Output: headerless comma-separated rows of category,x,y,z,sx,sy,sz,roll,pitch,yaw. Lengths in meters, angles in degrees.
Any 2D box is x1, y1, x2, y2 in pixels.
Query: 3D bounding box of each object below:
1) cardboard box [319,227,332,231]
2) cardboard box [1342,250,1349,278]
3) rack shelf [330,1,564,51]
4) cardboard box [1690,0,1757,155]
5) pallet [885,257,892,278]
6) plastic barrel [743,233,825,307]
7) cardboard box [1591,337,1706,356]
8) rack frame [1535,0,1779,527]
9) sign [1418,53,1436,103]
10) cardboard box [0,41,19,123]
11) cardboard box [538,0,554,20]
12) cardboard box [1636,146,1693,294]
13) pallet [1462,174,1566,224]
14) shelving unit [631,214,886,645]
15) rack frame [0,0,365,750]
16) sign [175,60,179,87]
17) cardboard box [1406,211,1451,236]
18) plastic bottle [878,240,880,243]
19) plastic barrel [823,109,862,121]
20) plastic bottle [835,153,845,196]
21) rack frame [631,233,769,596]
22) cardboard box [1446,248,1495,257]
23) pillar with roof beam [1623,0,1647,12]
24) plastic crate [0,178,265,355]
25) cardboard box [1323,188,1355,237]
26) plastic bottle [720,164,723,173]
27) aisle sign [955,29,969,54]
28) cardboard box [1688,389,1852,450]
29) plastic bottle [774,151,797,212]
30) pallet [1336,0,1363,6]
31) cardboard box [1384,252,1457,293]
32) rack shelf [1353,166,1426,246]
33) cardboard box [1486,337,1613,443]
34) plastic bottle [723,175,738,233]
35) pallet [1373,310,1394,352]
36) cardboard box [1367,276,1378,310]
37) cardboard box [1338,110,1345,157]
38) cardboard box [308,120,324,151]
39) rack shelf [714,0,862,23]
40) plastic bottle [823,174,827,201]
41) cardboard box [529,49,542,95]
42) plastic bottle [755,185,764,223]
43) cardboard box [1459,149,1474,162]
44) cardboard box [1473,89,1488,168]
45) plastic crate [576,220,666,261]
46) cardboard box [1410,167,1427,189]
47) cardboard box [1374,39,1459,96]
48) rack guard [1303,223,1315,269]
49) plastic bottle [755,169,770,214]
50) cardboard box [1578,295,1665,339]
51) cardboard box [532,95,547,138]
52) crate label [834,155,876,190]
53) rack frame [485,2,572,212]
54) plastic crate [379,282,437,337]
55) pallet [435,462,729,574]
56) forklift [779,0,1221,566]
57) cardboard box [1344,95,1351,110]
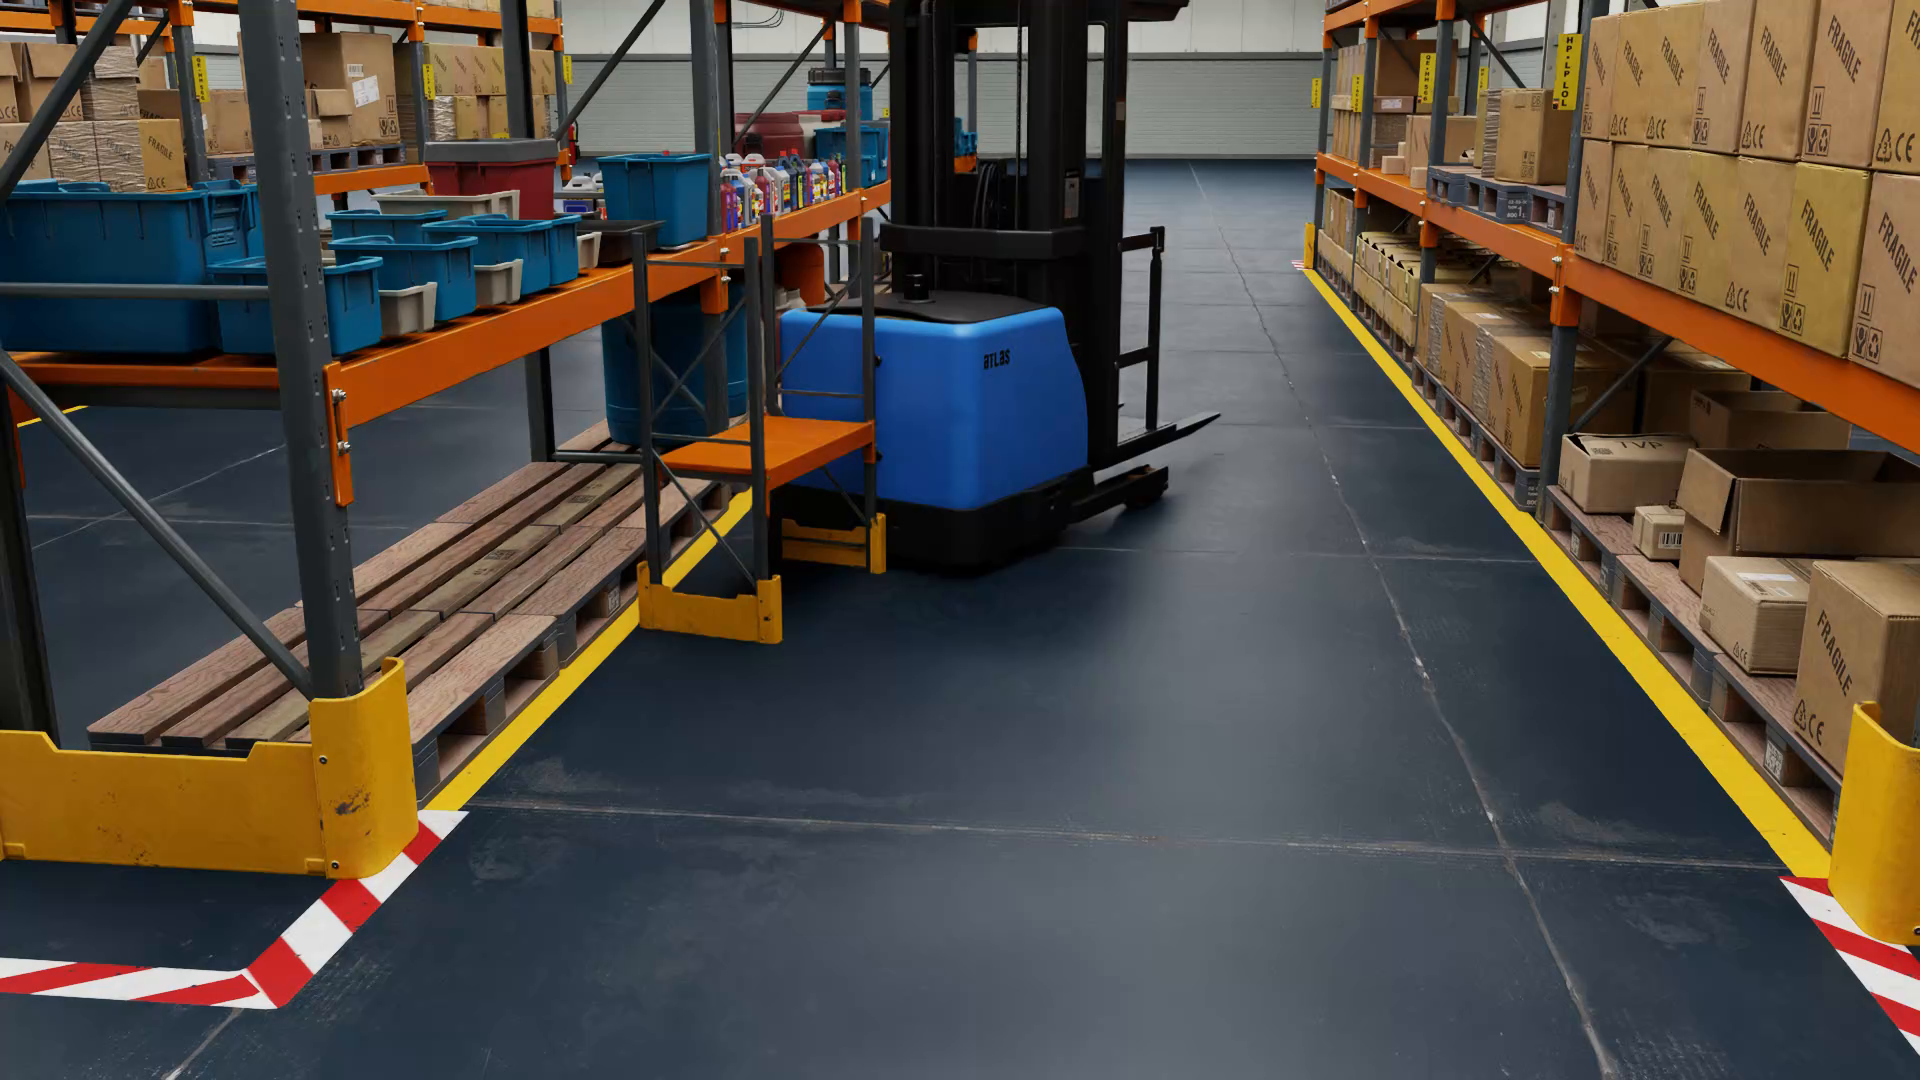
cardboard box,-5.770,-2.728,15.949,0.700,0.500,0.500,1,15,2
cardboard box,4.064,-2.719,16.435,0.500,0.250,0.500,2,15,6
rack shelf,-5.454,-5.500,17.888,1.077,0.370,4.000,2,15,6
cardboard box,2.754,-1.529,5.463,0.500,0.500,0.500,2,15,8
pallet,-0.506,-2.879,17.904,1.003,0.211,1.213,2,15,6
plastic barrel,-1.248,-1.725,11.648,0.600,0.830,0.708,2,15,6
cardboard box,3.606,-0.776,8.730,0.500,0.500,0.500,2,15,7
rack frame,3.260,-1.513,7.511,1.000,3.000,0.127,2,15,6
sign,3.160,-3.125,11.254,0.100,0.325,0.005,2,15,6
cardboard box,-6.375,-2.843,10.318,0.797,0.503,0.637,2,15,8
cardboard box,-5.030,-6.161,19.241,0.500,0.250,0.500,2,15,8
cardboard box,2.819,-1.175,6.068,0.500,0.500,0.500,2,15,6
pallet,3.497,-1.953,9.507,1.003,0.211,1.213,2,15,6
shelving unit,-0.777,-0.489,6.598,0.587,1.500,1.083,6,16,20
rack frame,-2.112,-0.622,4.217,1.000,3.000,0.127,2,15,6
sign,-9.608,-5.744,20.486,0.100,0.325,0.005,2,15,6
cardboard box,4.526,-2.936,15.801,0.500,0.500,0.500,2,15,6
plastic bottle,-0.892,-2.983,17.324,0.152,0.276,0.135,2,15,7
plastic barrel,-1.084,-3.559,14.816,0.433,0.535,0.433,0,15,0
plastic bottle,-0.831,-2.523,11.471,0.061,0.283,0.133,2,15,6
rack frame,-0.953,-0.367,6.147,0.500,1.500,0.032,6,16,20
cardboard box,4.231,-2.226,13.536,0.500,0.311,0.500,2,15,6
pillar with roof beam,7.394,-10.408,28.915,9.100,9.000,0.400,2,15,6
plastic crate,-2.260,-0.761,4.546,0.616,0.435,0.499,2,15,6
cardboard box,4.278,-3.600,18.257,0.500,0.500,0.500,2,15,6
plastic bottle,-1.612,-2.381,10.969,0.097,0.271,0.097,0,15,0
aisle sign,-0.004,-6.037,19.261,0.394,0.787,0.004,2,15,6
cardboard box,3.478,-0.363,7.202,0.500,0.500,0.500,2,15,6
plastic bottle,-1.056,-2.137,9.913,0.144,0.351,0.185,2,15,6
pallet,4.374,-5.531,16.792,1.003,0.211,1.213,2,15,6
cardboard box,3.638,-2.105,13.091,0.500,0.311,0.500,2,15,6
rack shelf,3.937,-2.722,13.360,1.077,0.370,4.000,2,15,6
cardboard box,3.095,-0.783,8.758,0.500,0.500,0.500,2,15,6
plastic bottle,-1.181,-1.721,8.502,0.061,0.283,0.133,2,15,6
pallet,3.984,-1.732,13.664,1.003,0.211,1.213,2,15,6
cardboard box,3.757,-2.099,14.141,0.500,0.250,0.500,1,15,5
cardboard box,4.495,-4.417,18.057,0.700,0.500,0.500,2,15,8
cardboard box,-5.713,-3.401,13.978,0.500,0.250,0.500,1,15,5
rack shelf,-1.435,-3.279,9.675,1.077,0.370,4.000,2,15,6
plastic bottle,-0.921,-2.319,10.872,0.097,0.201,0.097,0,15,0
cardboard box,-5.095,-5.313,18.886,0.500,0.500,0.500,2,15,6
plastic bottle,-1.127,-1.847,9.128,0.097,0.201,0.097,0,15,0
cardboard box,3.796,-2.600,11.703,0.500,0.311,0.500,3,15,10
cardboard box,3.753,-2.635,10.663,0.700,0.500,0.500,-3,16,-13
plastic crate,-1.520,-1.258,6.979,0.437,0.125,0.590,2,15,6
cardboard box,3.539,-2.671,12.273,0.380,0.149,0.250,2,15,6
cardboard box,4.207,-4.378,15.428,0.700,0.500,0.500,2,15,7
rack guard,4.617,-3.425,19.370,1.175,0.500,0.348,2,15,6
plastic bottle,-1.095,-1.916,9.226,0.061,0.283,0.133,2,15,6
cardboard box,3.670,-1.258,9.078,0.500,0.250,0.500,2,15,6
cardboard box,-5.255,-4.835,19.034,0.875,0.500,0.500,2,15,6
crate label,-0.790,-2.715,12.276,0.303,0.233,0.416,2,15,6
rack frame,-5.228,-4.918,20.104,1.000,3.000,0.127,2,15,6
plastic crate,-1.639,-0.659,4.744,0.250,0.136,0.298,2,15,6
pallet,-1.705,-0.122,7.709,1.003,0.211,1.213,2,15,6
forklift,0.401,-1.635,8.094,1.130,2.935,3.031,9,18,31
cardboard box,4.213,-4.557,17.335,0.380,0.149,0.250,2,15,6
